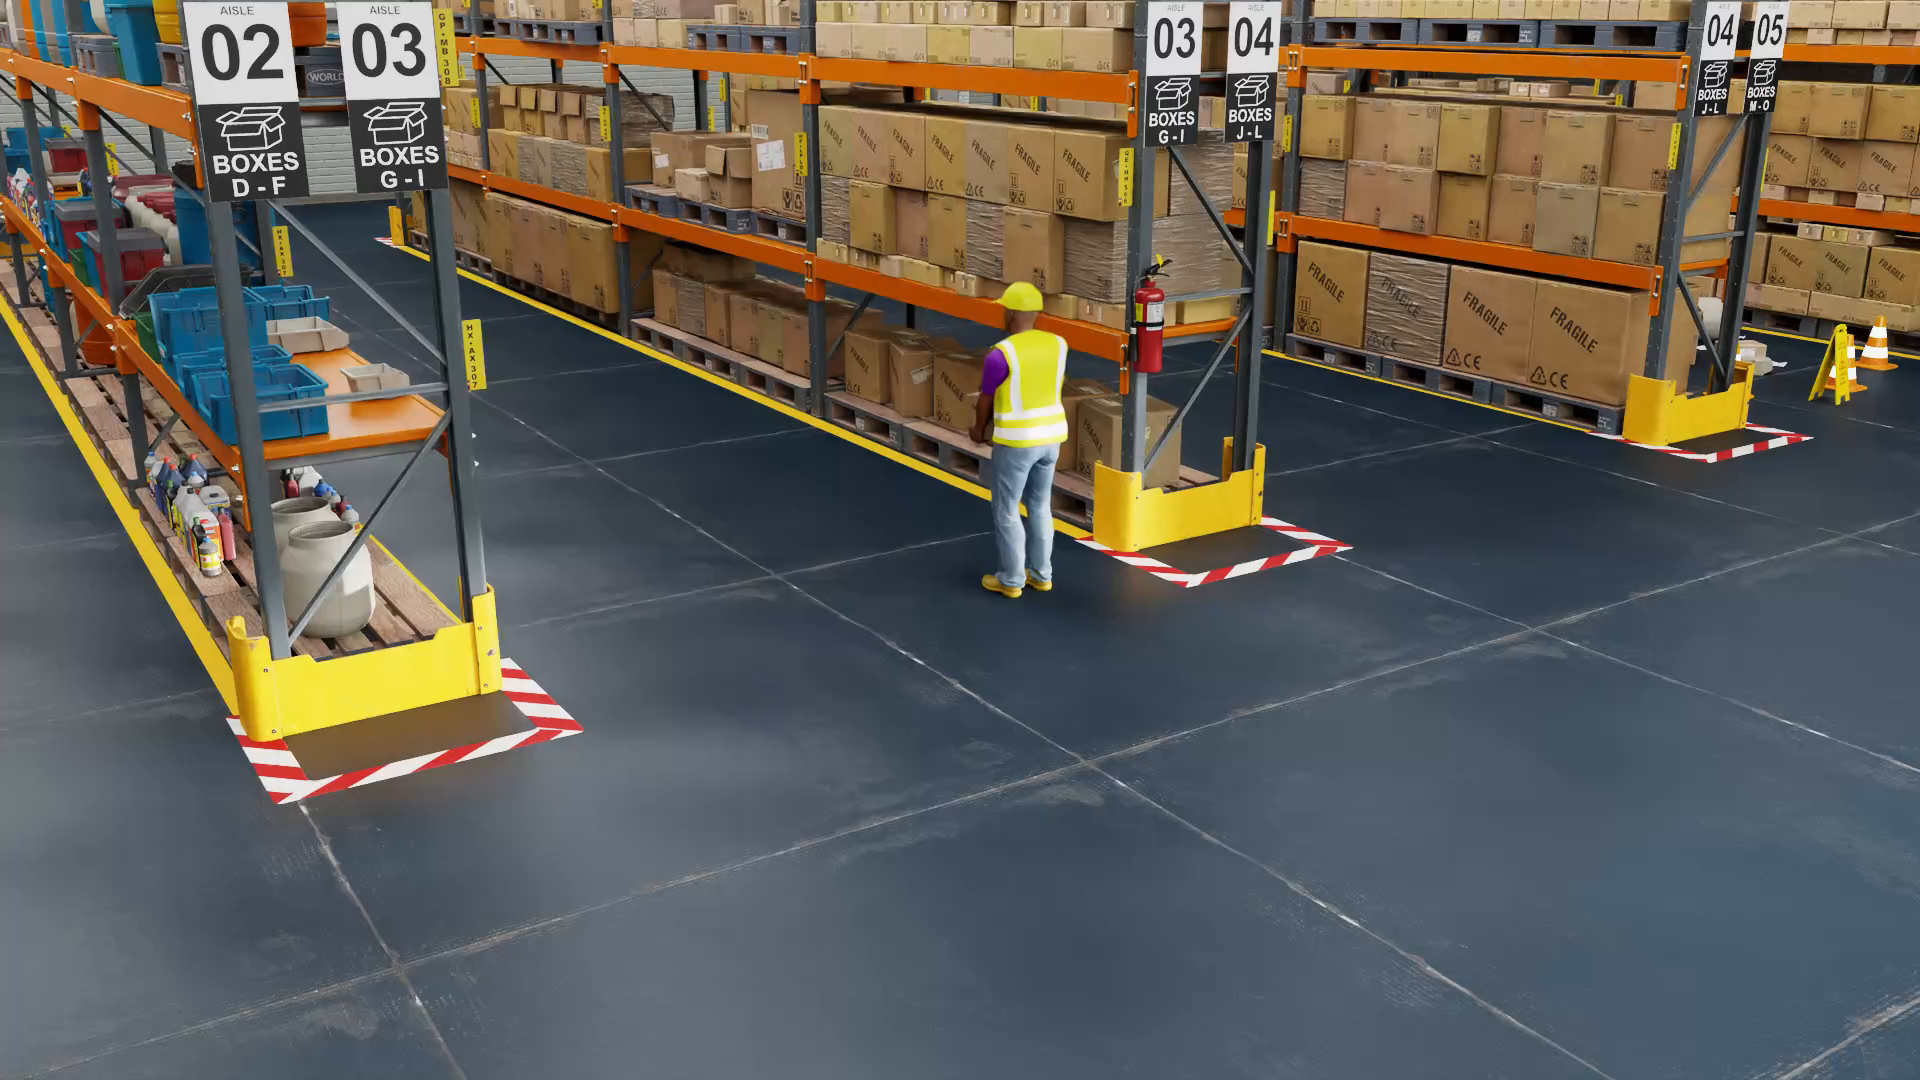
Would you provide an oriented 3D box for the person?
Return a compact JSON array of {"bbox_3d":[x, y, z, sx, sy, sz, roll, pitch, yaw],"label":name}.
[{"bbox_3d":[0.303,-0.568,9.274,0.505,1.761,0.575,-12,21,-32],"label":"person"}]
